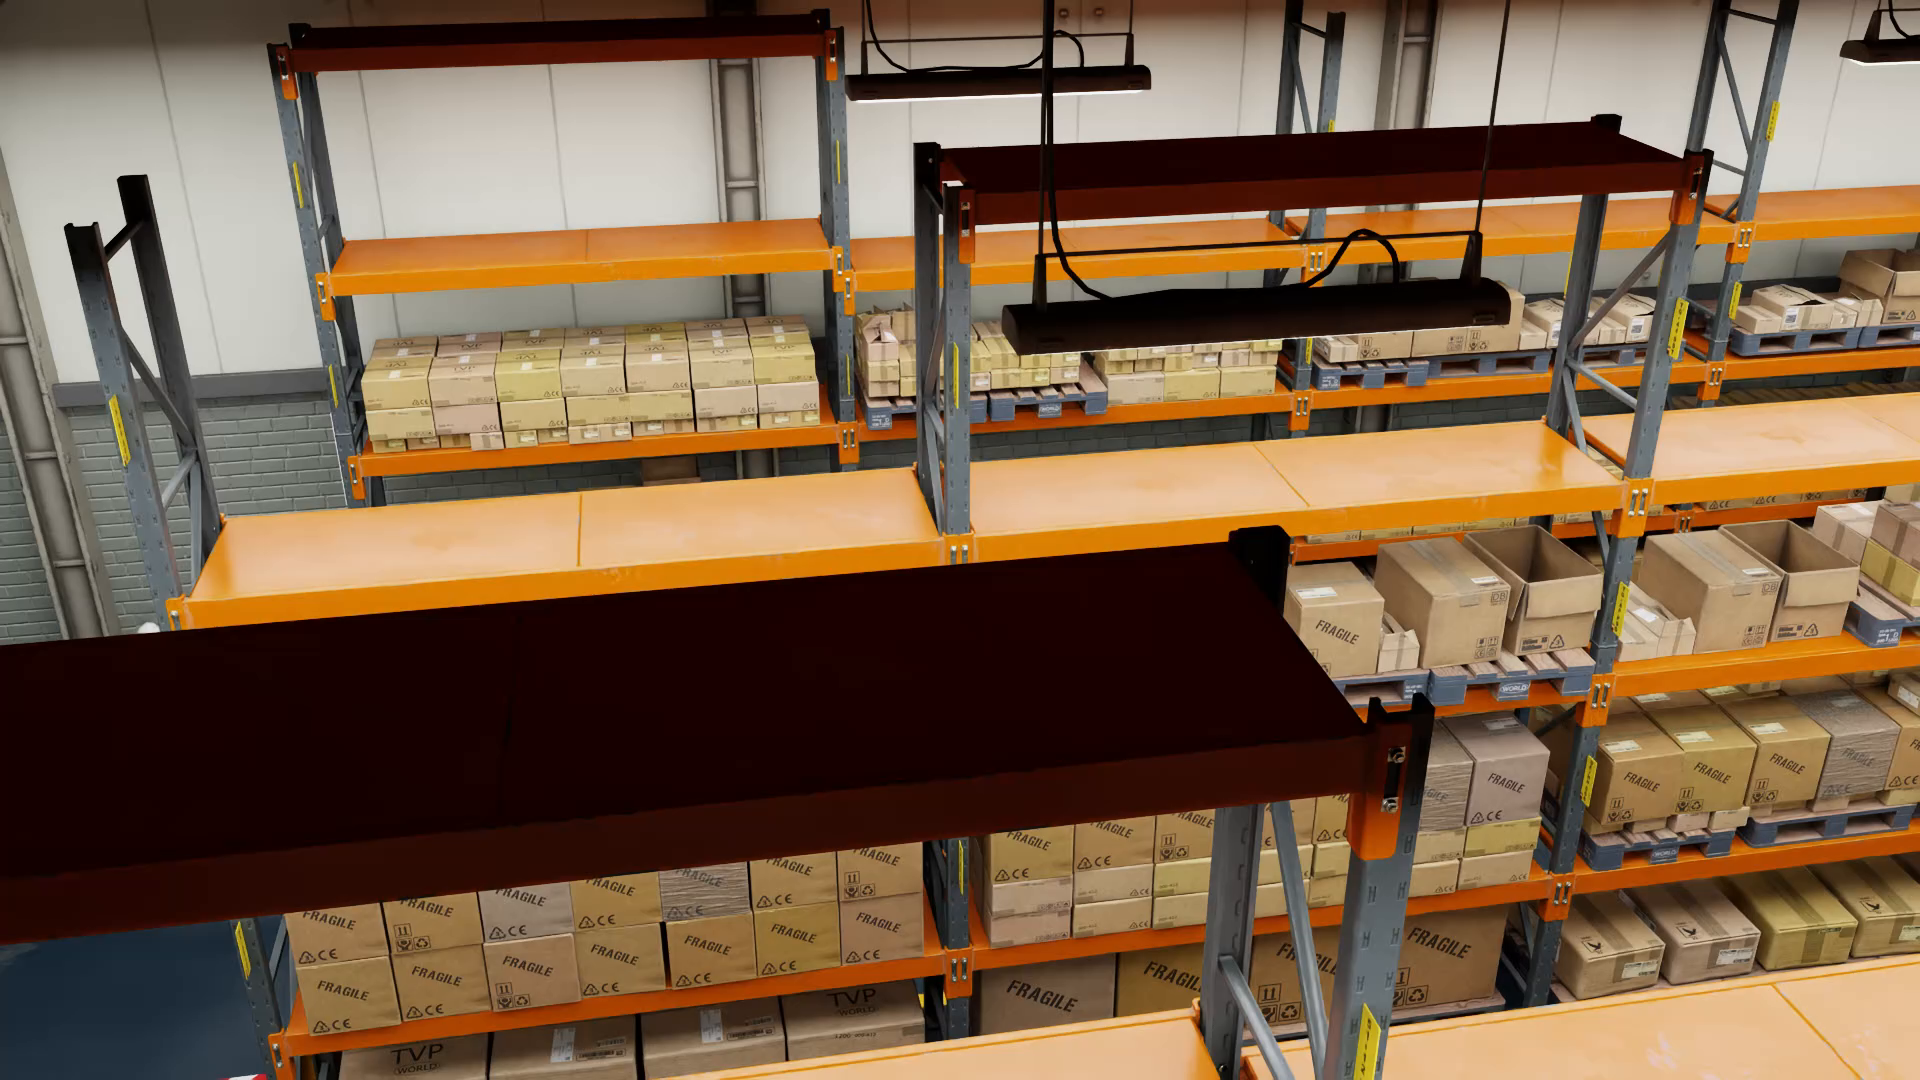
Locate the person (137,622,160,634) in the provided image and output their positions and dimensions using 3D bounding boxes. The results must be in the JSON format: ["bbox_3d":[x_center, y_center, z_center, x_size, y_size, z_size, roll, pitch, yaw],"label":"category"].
[{"bbox_3d":[-6.310,1.453,13.263,0.596,1.754,0.927,-14,29,-27],"label":"person"}]
